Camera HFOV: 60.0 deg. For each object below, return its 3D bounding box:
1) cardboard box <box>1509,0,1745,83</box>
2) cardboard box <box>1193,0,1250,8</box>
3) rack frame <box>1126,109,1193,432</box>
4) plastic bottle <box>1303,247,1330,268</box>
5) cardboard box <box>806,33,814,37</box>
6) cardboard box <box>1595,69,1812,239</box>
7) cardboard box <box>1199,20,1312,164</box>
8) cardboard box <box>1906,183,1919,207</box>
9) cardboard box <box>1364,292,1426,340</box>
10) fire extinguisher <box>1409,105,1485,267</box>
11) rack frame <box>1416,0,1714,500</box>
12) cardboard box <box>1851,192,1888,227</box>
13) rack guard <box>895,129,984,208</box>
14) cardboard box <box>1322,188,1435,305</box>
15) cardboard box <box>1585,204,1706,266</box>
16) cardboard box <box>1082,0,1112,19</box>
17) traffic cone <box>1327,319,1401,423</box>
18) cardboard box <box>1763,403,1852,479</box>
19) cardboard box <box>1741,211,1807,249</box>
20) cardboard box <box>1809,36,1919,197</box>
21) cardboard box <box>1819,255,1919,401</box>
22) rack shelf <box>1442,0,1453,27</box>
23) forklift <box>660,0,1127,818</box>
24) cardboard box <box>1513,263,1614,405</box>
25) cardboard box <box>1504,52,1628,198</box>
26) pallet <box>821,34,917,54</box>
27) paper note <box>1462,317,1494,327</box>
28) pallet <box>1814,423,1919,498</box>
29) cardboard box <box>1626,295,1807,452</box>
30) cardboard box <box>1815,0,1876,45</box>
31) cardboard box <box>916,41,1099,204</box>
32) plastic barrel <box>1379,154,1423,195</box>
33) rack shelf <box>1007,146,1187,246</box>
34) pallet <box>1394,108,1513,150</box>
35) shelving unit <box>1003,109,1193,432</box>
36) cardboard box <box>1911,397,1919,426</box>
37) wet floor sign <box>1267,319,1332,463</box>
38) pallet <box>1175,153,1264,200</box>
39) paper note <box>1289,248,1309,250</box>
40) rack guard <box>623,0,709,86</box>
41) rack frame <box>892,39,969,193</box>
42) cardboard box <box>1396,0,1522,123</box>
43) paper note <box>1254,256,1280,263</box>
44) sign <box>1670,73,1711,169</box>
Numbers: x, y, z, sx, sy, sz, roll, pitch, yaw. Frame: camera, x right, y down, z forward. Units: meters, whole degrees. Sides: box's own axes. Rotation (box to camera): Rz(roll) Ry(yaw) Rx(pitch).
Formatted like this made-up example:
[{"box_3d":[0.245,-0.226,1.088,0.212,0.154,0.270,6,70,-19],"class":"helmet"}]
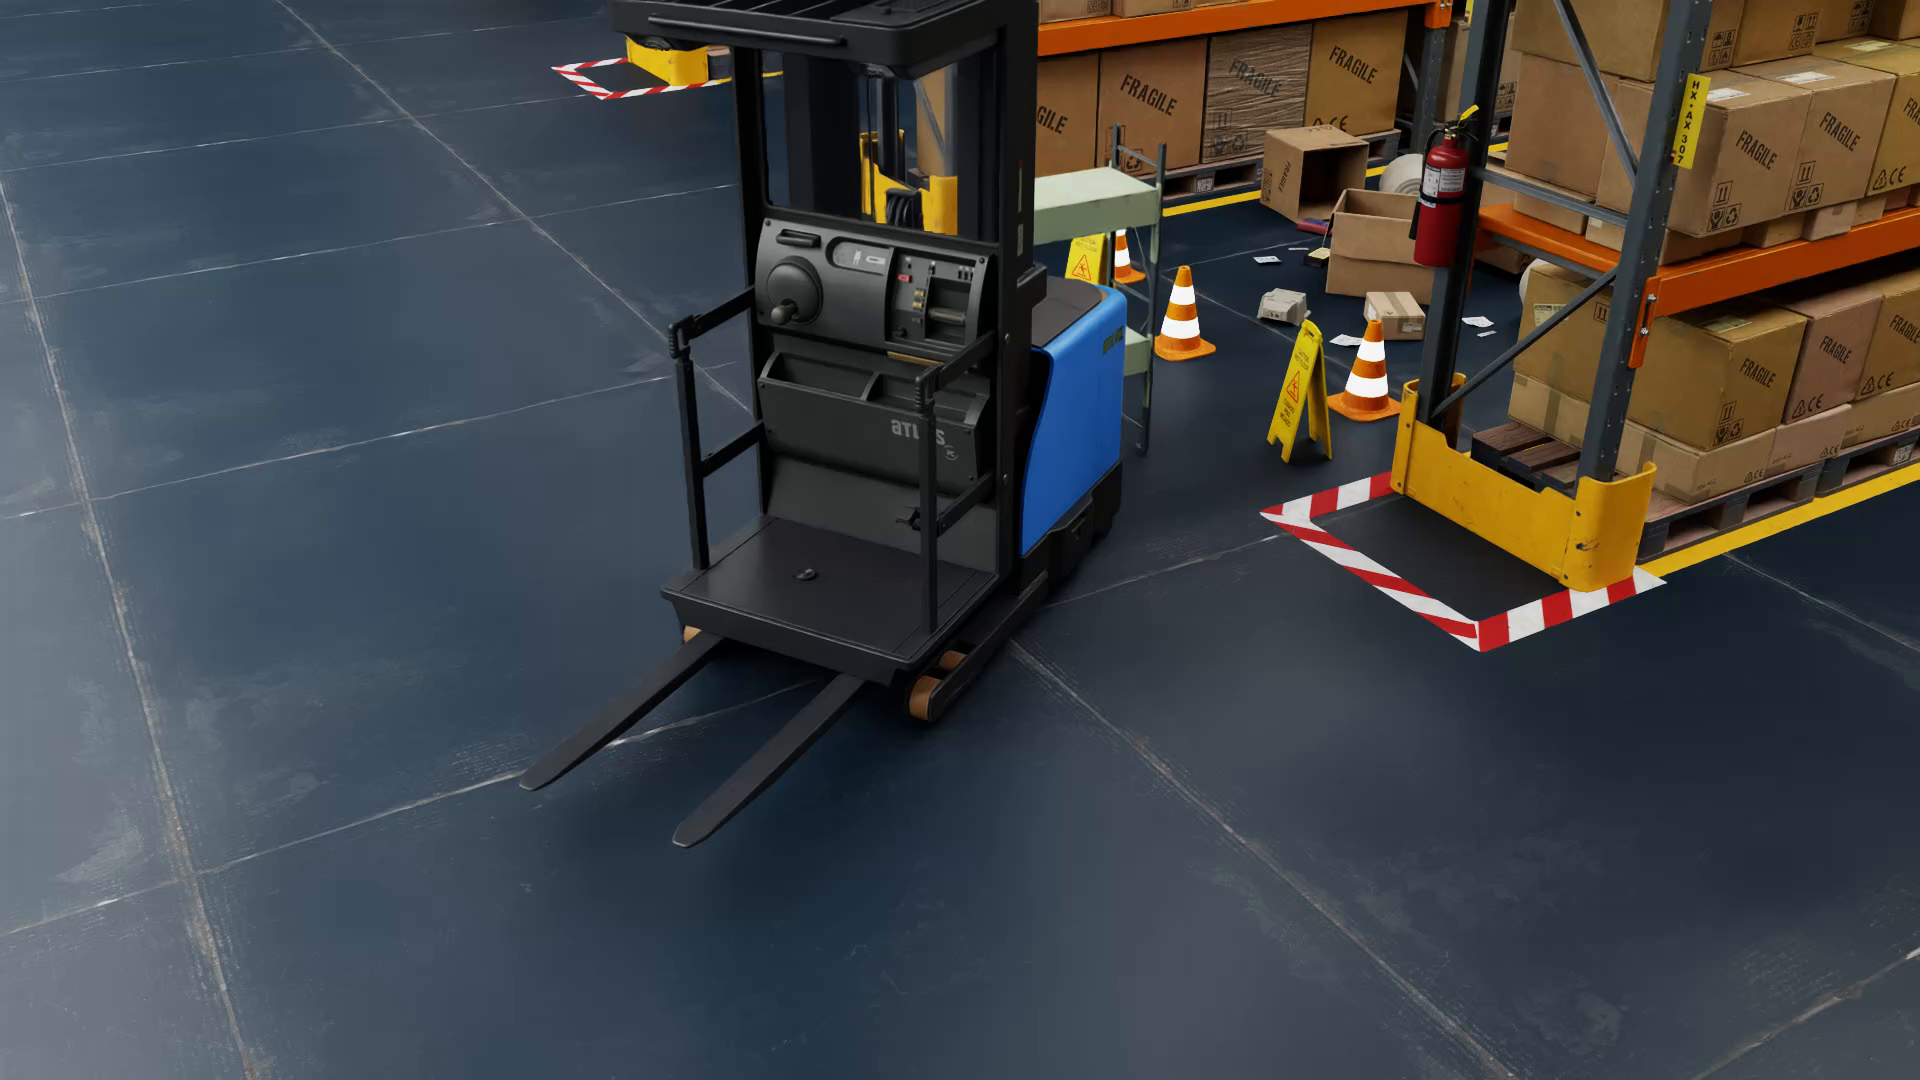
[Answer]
[{"box_3d":[2.676,-2.180,6.650,0.500,0.500,0.700,-17,33,-28],"class":"cardboard box"},{"box_3d":[1.494,-3.940,11.131,0.500,0.550,0.875,-16,33,-26],"class":"cardboard box"},{"box_3d":[0.953,-1.282,8.021,0.023,1.500,0.400,-13,32,-23],"class":"rack frame"},{"box_3d":[2.276,-1.777,10.406,0.133,0.061,0.283,22,36,34],"class":"plastic bottle"},{"box_3d":[-1.629,-4.877,15.134,0.500,0.500,0.500,-8,30,-13],"class":"cardboard box"},{"box_3d":[2.895,-1.527,6.501,0.500,0.500,0.500,-16,33,-27],"class":"cardboard box"},{"box_3d":[1.847,-3.275,11.845,0.875,0.875,0.875,-16,33,-26],"class":"cardboard box"},{"box_3d":[4.112,-1.600,7.305,0.250,0.149,0.380,-17,33,-28],"class":"cardboard box"},{"box_3d":[2.452,-1.266,9.391,0.250,0.149,0.380,0,29,0],"class":"cardboard box"},{"box_3d":[2.014,-1.482,6.912,0.183,0.674,0.296,-16,33,-26],"class":"fire extinguisher"},{"box_3d":[2.346,-1.352,6.596,0.127,3.000,1.000,-16,33,-26],"class":"rack frame"},{"box_3d":[3.673,-1.458,7.048,0.250,0.149,0.380,-15,32,-25],"class":"cardboard box"},{"box_3d":[-0.269,-2.289,10.881,0.348,0.500,1.175,-16,33,-26],"class":"rack guard"},{"box_3d":[2.578,-1.744,9.889,0.797,0.503,0.637,10,30,17],"class":"cardboard box"},{"box_3d":[2.744,-1.239,6.651,0.250,0.149,0.380,-16,33,-26],"class":"cardboard box"},{"box_3d":[0.512,-3.709,10.711,0.550,0.550,0.875,-16,33,-26],"class":"cardboard box"},{"box_3d":[2.064,-0.884,8.373,0.334,0.463,0.336,-16,33,-26],"class":"traffic cone"},{"box_3d":[3.626,-0.536,7.529,0.500,0.250,0.500,-15,32,-25],"class":"cardboard box"},{"box_3d":[3.224,-1.338,6.830,0.250,0.149,0.380,-17,33,-28],"class":"cardboard box"},{"box_3d":[3.779,-1.780,6.960,0.500,0.500,0.500,-17,33,-27],"class":"cardboard box"},{"box_3d":[4.087,-0.998,7.589,0.500,0.500,0.500,-15,32,-25],"class":"cardboard box"},{"box_3d":[4.924,-4.543,13.123,4.000,0.370,1.077,-16,33,-26],"class":"rack shelf"},{"box_3d":[-0.193,-0.965,5.966,1.130,2.935,3.031,9,30,16],"class":"forklift"},{"box_3d":[2.905,-0.965,7.530,0.500,0.500,0.500,-16,33,-26],"class":"cardboard box"},{"box_3d":[2.675,-1.774,6.949,0.500,0.500,0.500,-16,33,-27],"class":"cardboard box"},{"box_3d":[-0.840,-4.759,15.655,1.213,0.211,1.003,-16,33,-26],"class":"pallet"},{"box_3d":[2.961,-1.253,9.501,0.142,0.019,0.148,-5,29,-9],"class":"paper note"},{"box_3d":[4.181,-0.631,8.175,1.213,0.211,1.003,-16,33,-26],"class":"pallet"},{"box_3d":[3.202,-0.749,7.138,0.500,0.500,0.500,-17,33,-28],"class":"cardboard box"},{"box_3d":[3.504,-2.469,7.172,0.500,0.500,0.700,-16,33,-27],"class":"cardboard box"},{"box_3d":[0.303,-2.837,11.050,0.875,0.875,0.875,-16,33,-26],"class":"cardboard box"},{"box_3d":[2.999,-2.324,11.023,0.421,0.421,0.512,5,29,8],"class":"plastic barrel"},{"box_3d":[0.624,-1.546,7.691,0.720,0.370,0.431,-13,32,-23],"class":"rack shelf"},{"box_3d":[3.827,-3.368,13.135,1.213,0.211,1.003,-16,33,-26],"class":"pallet"},{"box_3d":[0.624,-1.204,7.880,0.755,1.500,0.431,-13,32,-23],"class":"shelving unit"},{"box_3d":[4.527,-0.798,8.002,0.500,0.250,0.500,-15,32,-26],"class":"cardboard box"},{"box_3d":[1.640,-0.721,7.888,0.232,0.644,0.267,-5,29,-9],"class":"wet floor sign"},{"box_3d":[1.452,-2.694,11.913,1.213,0.211,1.003,-16,33,-26],"class":"pallet"},{"box_3d":[2.160,-1.857,10.604,0.123,0.001,0.032,0,29,0],"class":"paper note"},{"box_3d":[-2.609,-4.405,14.714,0.348,0.500,1.175,-16,33,-26],"class":"rack guard"},{"box_3d":[-0.249,-3.390,10.288,0.127,3.000,1.000,-16,33,-26],"class":"rack frame"},{"box_3d":[3.690,-3.757,12.847,0.750,0.750,1.050,-16,33,-27],"class":"cardboard box"},{"box_3d":[1.928,-1.755,10.401,0.142,0.017,0.144,-5,29,-9],"class":"paper note"},{"box_3d":[2.621,-1.505,5.977,0.005,0.325,0.100,-16,33,-26],"class":"sign"}]
